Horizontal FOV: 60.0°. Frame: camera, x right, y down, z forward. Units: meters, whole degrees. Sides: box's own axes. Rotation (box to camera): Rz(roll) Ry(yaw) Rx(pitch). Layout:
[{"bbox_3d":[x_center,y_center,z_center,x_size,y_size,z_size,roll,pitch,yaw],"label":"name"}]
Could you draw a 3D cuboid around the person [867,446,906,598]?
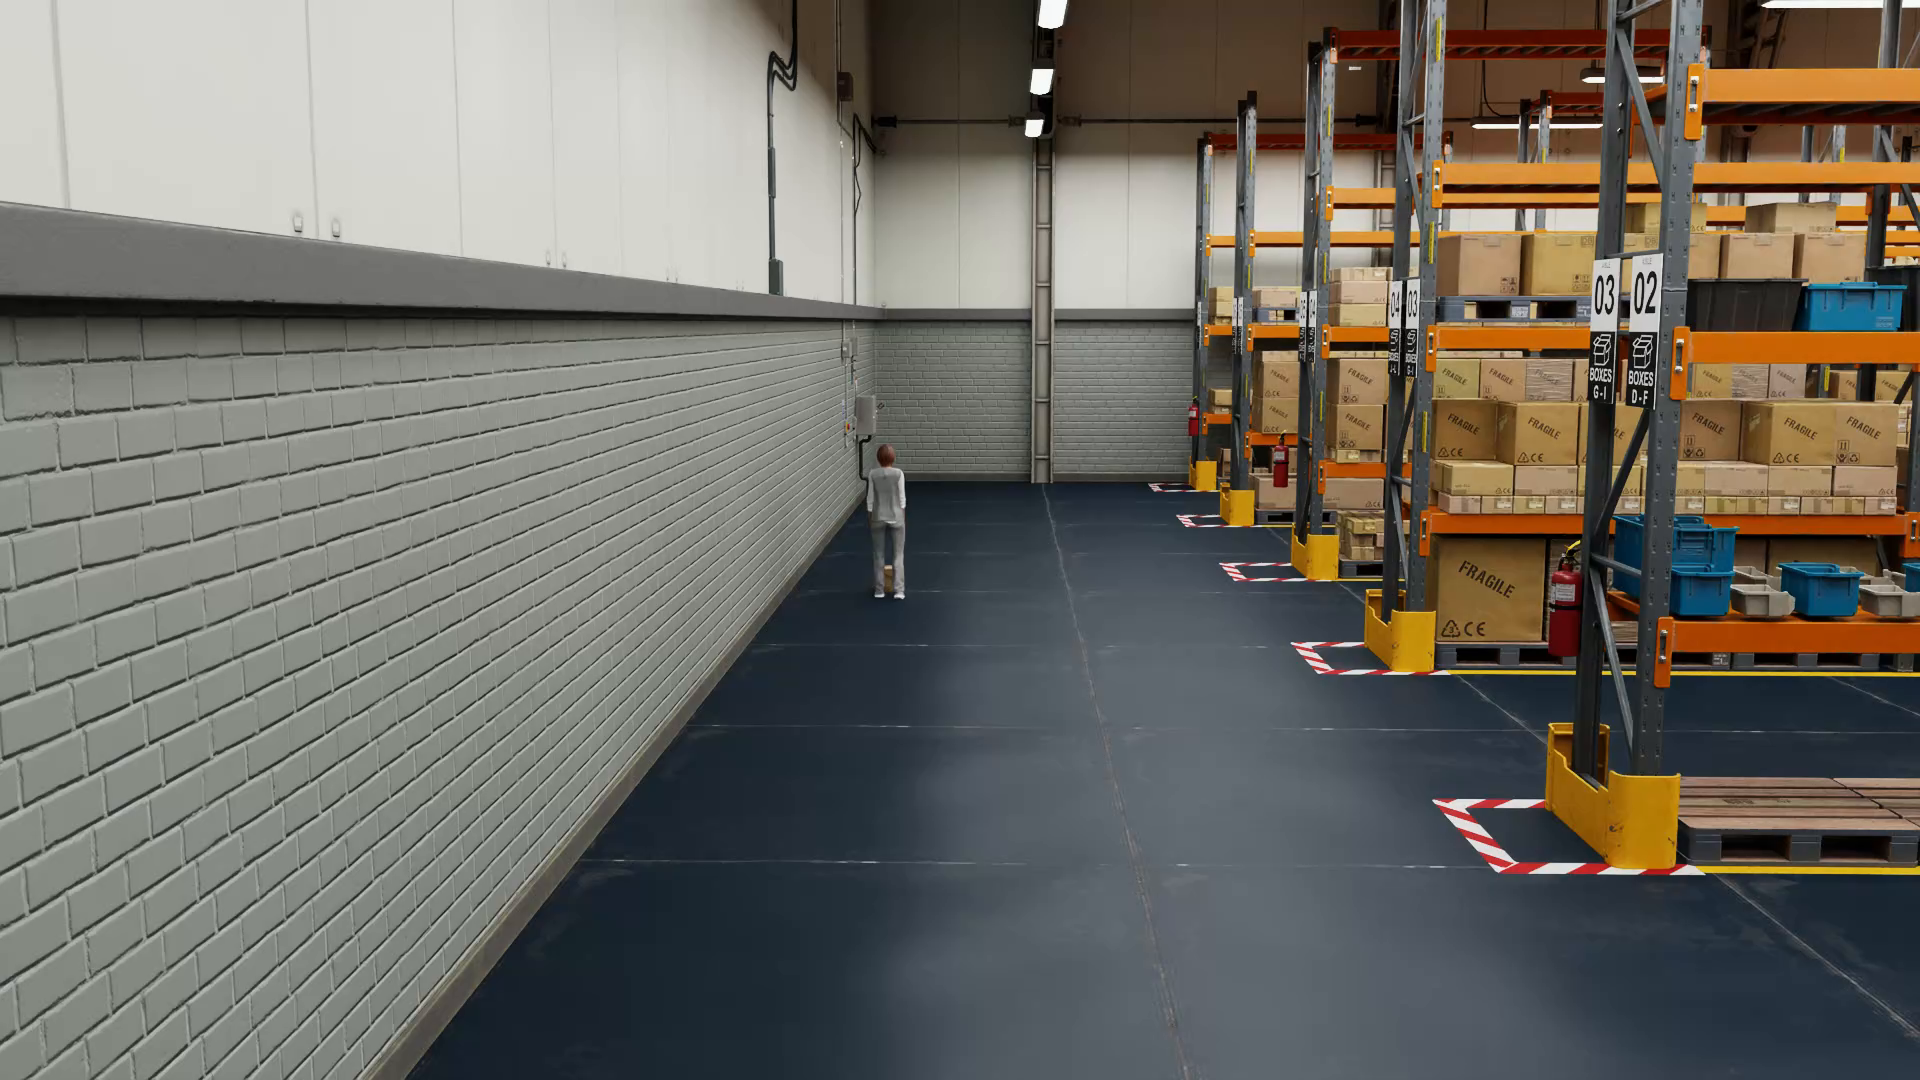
[{"bbox_3d":[-0.768,-0.179,17.276,0.407,1.592,0.300,0,7,2],"label":"person"}]
